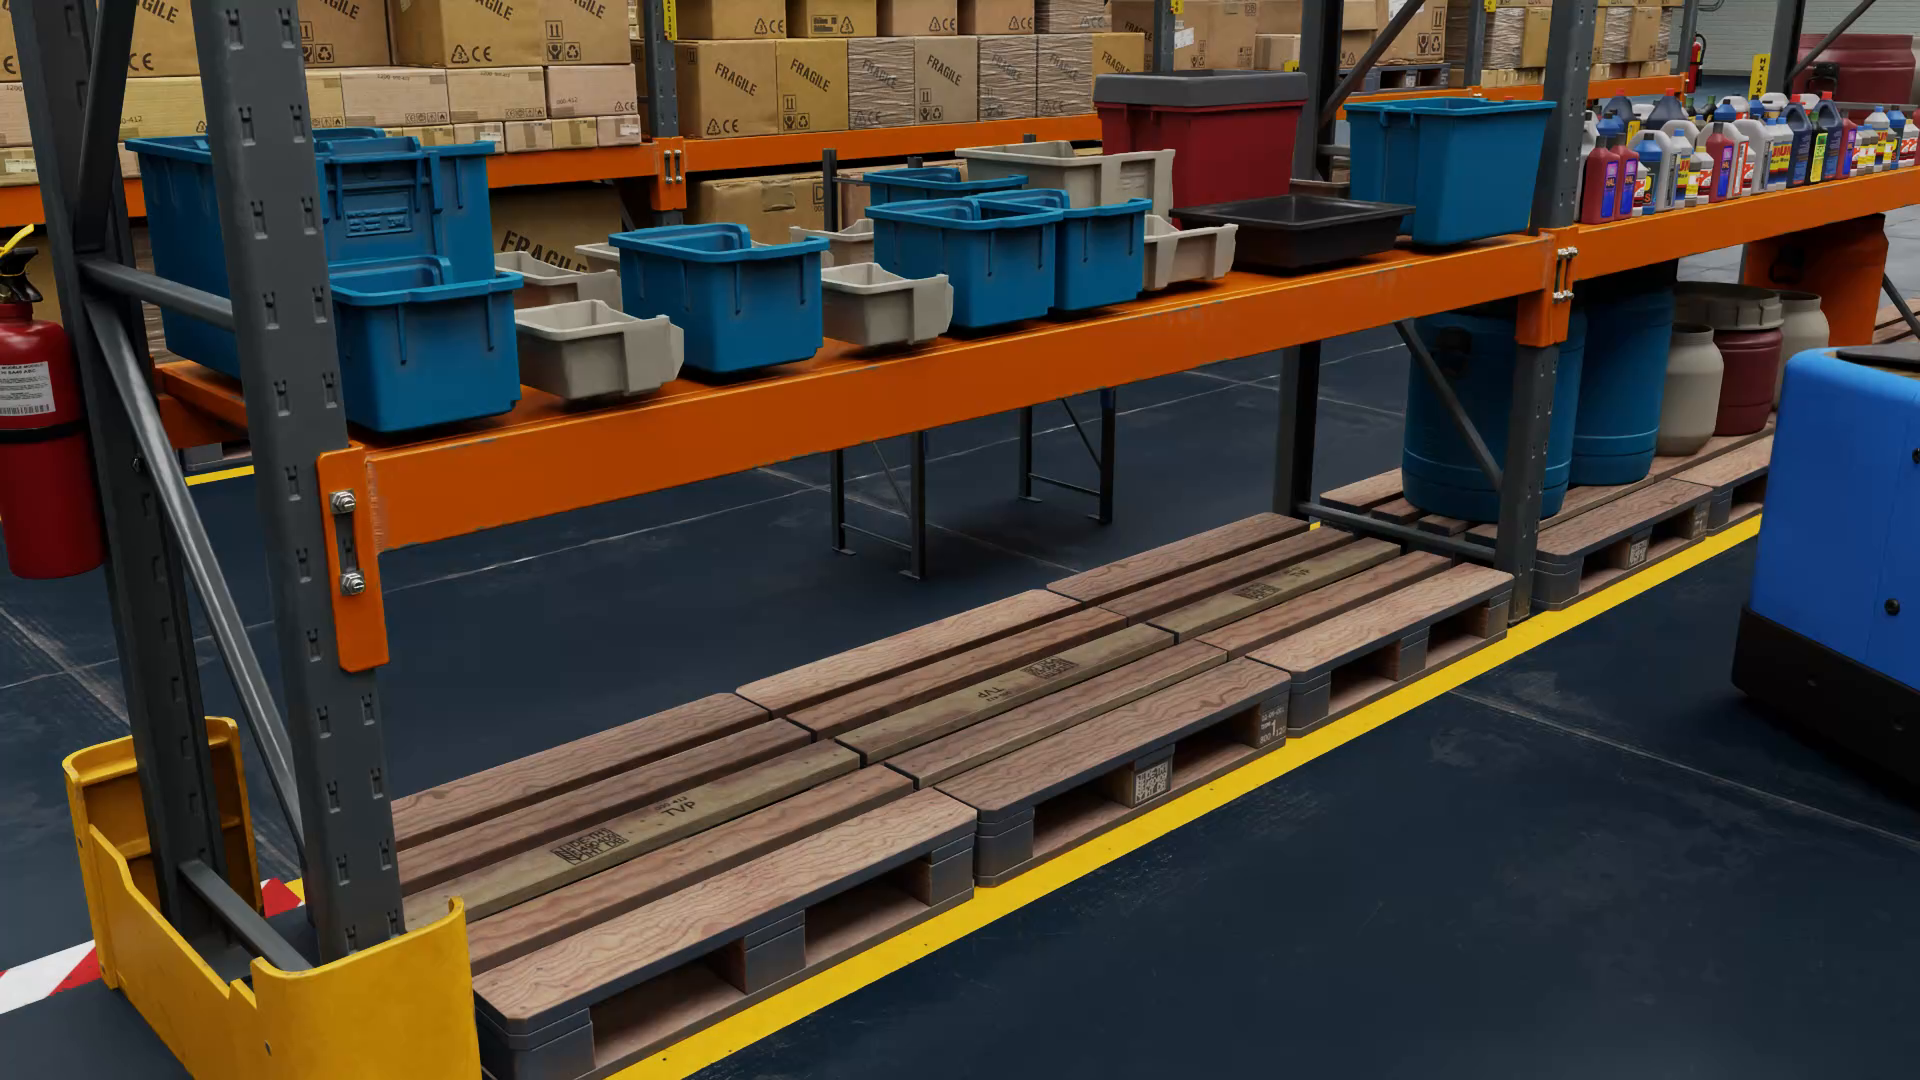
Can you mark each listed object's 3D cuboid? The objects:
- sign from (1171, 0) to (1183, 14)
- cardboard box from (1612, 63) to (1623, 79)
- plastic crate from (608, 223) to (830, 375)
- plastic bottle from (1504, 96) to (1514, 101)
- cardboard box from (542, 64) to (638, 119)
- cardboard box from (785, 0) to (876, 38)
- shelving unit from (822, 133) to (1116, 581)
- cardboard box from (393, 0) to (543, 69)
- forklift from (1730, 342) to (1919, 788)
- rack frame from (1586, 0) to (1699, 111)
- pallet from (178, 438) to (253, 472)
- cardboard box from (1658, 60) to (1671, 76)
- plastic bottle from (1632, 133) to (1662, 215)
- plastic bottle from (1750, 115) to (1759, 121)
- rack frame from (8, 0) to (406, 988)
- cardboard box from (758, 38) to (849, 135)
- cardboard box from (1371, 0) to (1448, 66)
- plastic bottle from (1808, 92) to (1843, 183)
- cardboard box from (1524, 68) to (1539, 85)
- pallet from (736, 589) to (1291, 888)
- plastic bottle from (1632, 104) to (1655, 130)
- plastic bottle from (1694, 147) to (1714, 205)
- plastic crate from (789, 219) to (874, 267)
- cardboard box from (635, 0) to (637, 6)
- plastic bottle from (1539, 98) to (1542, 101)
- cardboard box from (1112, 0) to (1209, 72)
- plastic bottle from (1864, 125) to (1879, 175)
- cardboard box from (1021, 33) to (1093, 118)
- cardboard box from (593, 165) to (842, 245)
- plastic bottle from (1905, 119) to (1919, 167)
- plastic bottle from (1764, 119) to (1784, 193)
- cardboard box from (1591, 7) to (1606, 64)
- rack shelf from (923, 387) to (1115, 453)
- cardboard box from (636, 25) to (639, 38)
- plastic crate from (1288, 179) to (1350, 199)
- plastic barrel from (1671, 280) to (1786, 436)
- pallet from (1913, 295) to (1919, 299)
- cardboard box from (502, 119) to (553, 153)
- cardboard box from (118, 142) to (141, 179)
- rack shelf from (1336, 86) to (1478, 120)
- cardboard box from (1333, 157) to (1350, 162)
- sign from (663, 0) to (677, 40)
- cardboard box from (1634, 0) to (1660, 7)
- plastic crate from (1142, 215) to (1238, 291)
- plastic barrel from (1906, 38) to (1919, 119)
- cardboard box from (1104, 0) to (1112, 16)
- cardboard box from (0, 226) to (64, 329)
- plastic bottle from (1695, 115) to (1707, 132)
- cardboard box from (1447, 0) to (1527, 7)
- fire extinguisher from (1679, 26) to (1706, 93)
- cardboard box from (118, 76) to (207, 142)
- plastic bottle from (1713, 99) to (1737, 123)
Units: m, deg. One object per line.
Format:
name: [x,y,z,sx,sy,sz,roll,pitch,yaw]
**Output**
sign: [1.439,-3.644,10.984,0.005,0.325,0.100,-16,24,-41]
cardboard box: [6.072,-4.476,15.833,0.250,0.149,0.380,-16,24,-41]
plastic crate: [-0.471,-0.479,3.273,0.300,0.233,0.416,-16,24,-41]
plastic bottle: [2.129,-1.544,6.462,0.185,0.351,0.144,-16,24,-41]
cardboard box: [-1.992,-2.287,8.437,0.500,0.250,0.500,-17,24,-42]
cardboard box: [-0.886,-3.174,9.624,0.637,0.503,0.797,-16,24,-40]
shelving unit: [0.062,-0.732,6.309,1.048,1.500,0.538,-16,24,-41]
cardboard box: [-2.369,-2.534,7.982,0.500,0.500,0.500,-16,24,-40]
forklift: [3.865,-0.885,4.463,3.031,2.935,1.130,-5,19,-15]
rack frame: [6.868,-4.912,16.773,0.127,3.000,1.000,-16,24,-41]
pallet: [-3.344,-0.640,8.116,1.213,0.211,1.003,-16,24,-41]
cardboard box: [6.803,-4.686,16.482,0.250,0.149,0.380,-16,24,-41]
plastic bottle: [2.350,-1.258,5.710,0.097,0.271,0.097,0,18,0]
plastic bottle: [3.136,-1.549,6.606,0.097,0.271,0.097,0,18,0]
rack frame: [-1.355,-0.412,2.892,0.127,3.000,1.000,-16,24,-41]
cardboard box: [-0.981,-2.565,9.372,0.500,0.500,0.500,-16,24,-41]
cardboard box: [3.288,-4.413,13.579,1.000,1.000,1.000,-16,24,-40]
plastic bottle: [3.482,-1.636,6.747,0.185,0.351,0.144,-16,24,-41]
cardboard box: [4.853,-4.088,14.637,0.250,0.149,0.380,-16,24,-41]
pallet: [0.157,0.491,4.628,1.213,0.211,1.003,-16,24,-41]
plastic bottle: [2.914,-1.735,7.174,0.135,0.276,0.152,-16,24,-41]
plastic bottle: [2.660,-1.315,6.000,0.097,0.201,0.097,0,18,0]
plastic crate: [-0.278,-0.718,4.166,0.250,0.136,0.298,-16,24,-41]
cardboard box: [-3.764,-6.312,19.763,0.500,0.500,0.500,-15,23,-39]
plastic bottle: [2.228,-1.511,6.362,0.185,0.351,0.144,-16,24,-41]
cardboard box: [1.420,-3.588,11.845,0.500,0.500,0.500,14,23,37]
plastic bottle: [3.839,-1.659,7.060,0.097,0.201,0.097,0,18,0]
cardboard box: [0.500,-3.000,10.713,0.500,0.500,0.500,-17,24,-41]
cardboard box: [-1.400,-1.699,9.625,0.875,0.875,1.225,-16,24,-41]
plastic bottle: [4.193,-1.762,7.379,0.097,0.201,0.097,0,18,0]
plastic bottle: [3.094,-1.475,6.379,0.097,0.271,0.097,0,18,0]
cardboard box: [5.404,-4.659,15.346,0.500,0.500,0.875,-16,24,-41]
rack shelf: [0.062,-0.560,6.365,1.000,0.185,0.538,-16,24,-41]
cardboard box: [-2.708,-4.252,13.980,0.250,0.149,0.380,-16,24,-40]
plastic crate: [1.115,-1.096,5.333,0.243,0.136,0.396,-16,24,-41]
plastic barrel: [3.294,-0.813,7.358,0.708,0.588,0.600,-16,24,-41]
pallet: [6.820,-1.453,10.625,1.213,0.211,1.003,-16,24,-41]
cardboard box: [-2.221,-2.003,8.207,0.250,0.149,0.380,-17,24,-42]
cardboard box: [-3.528,-1.622,7.031,0.250,0.149,0.380,-17,24,-42]
rack shelf: [2.508,-3.299,12.962,4.000,0.370,1.077,-16,24,-41]
cardboard box: [3.501,-2.960,14.090,0.700,0.500,0.500,16,24,40]
sign: [-1.469,-2.695,8.402,0.005,0.325,0.100,-16,24,-41]
cardboard box: [6.279,-5.298,15.696,0.500,0.500,0.500,-16,24,-41]
plastic crate: [0.493,-0.726,4.192,0.466,0.136,0.293,-16,24,-41]
plastic barrel: [5.059,-2.426,8.923,0.421,0.512,0.421,0,18,0]
cardboard box: [1.239,-5.996,18.120,0.550,0.550,0.875,-16,24,-41]
cardboard box: [-4.348,-0.865,7.052,0.875,0.875,0.875,-16,24,-41]
plastic bottle: [3.385,-1.849,7.646,0.097,0.201,0.097,0,18,0]
cardboard box: [4.463,-4.768,14.061,0.500,0.500,0.500,-16,24,-41]
fire extinguisher: [7.268,-4.797,16.541,0.183,0.674,0.296,-16,24,-41]
cardboard box: [-3.483,-1.851,7.090,0.500,0.250,0.500,17,25,42]
plastic bottle: [3.524,-1.897,7.680,0.097,0.271,0.097,0,18,0]
